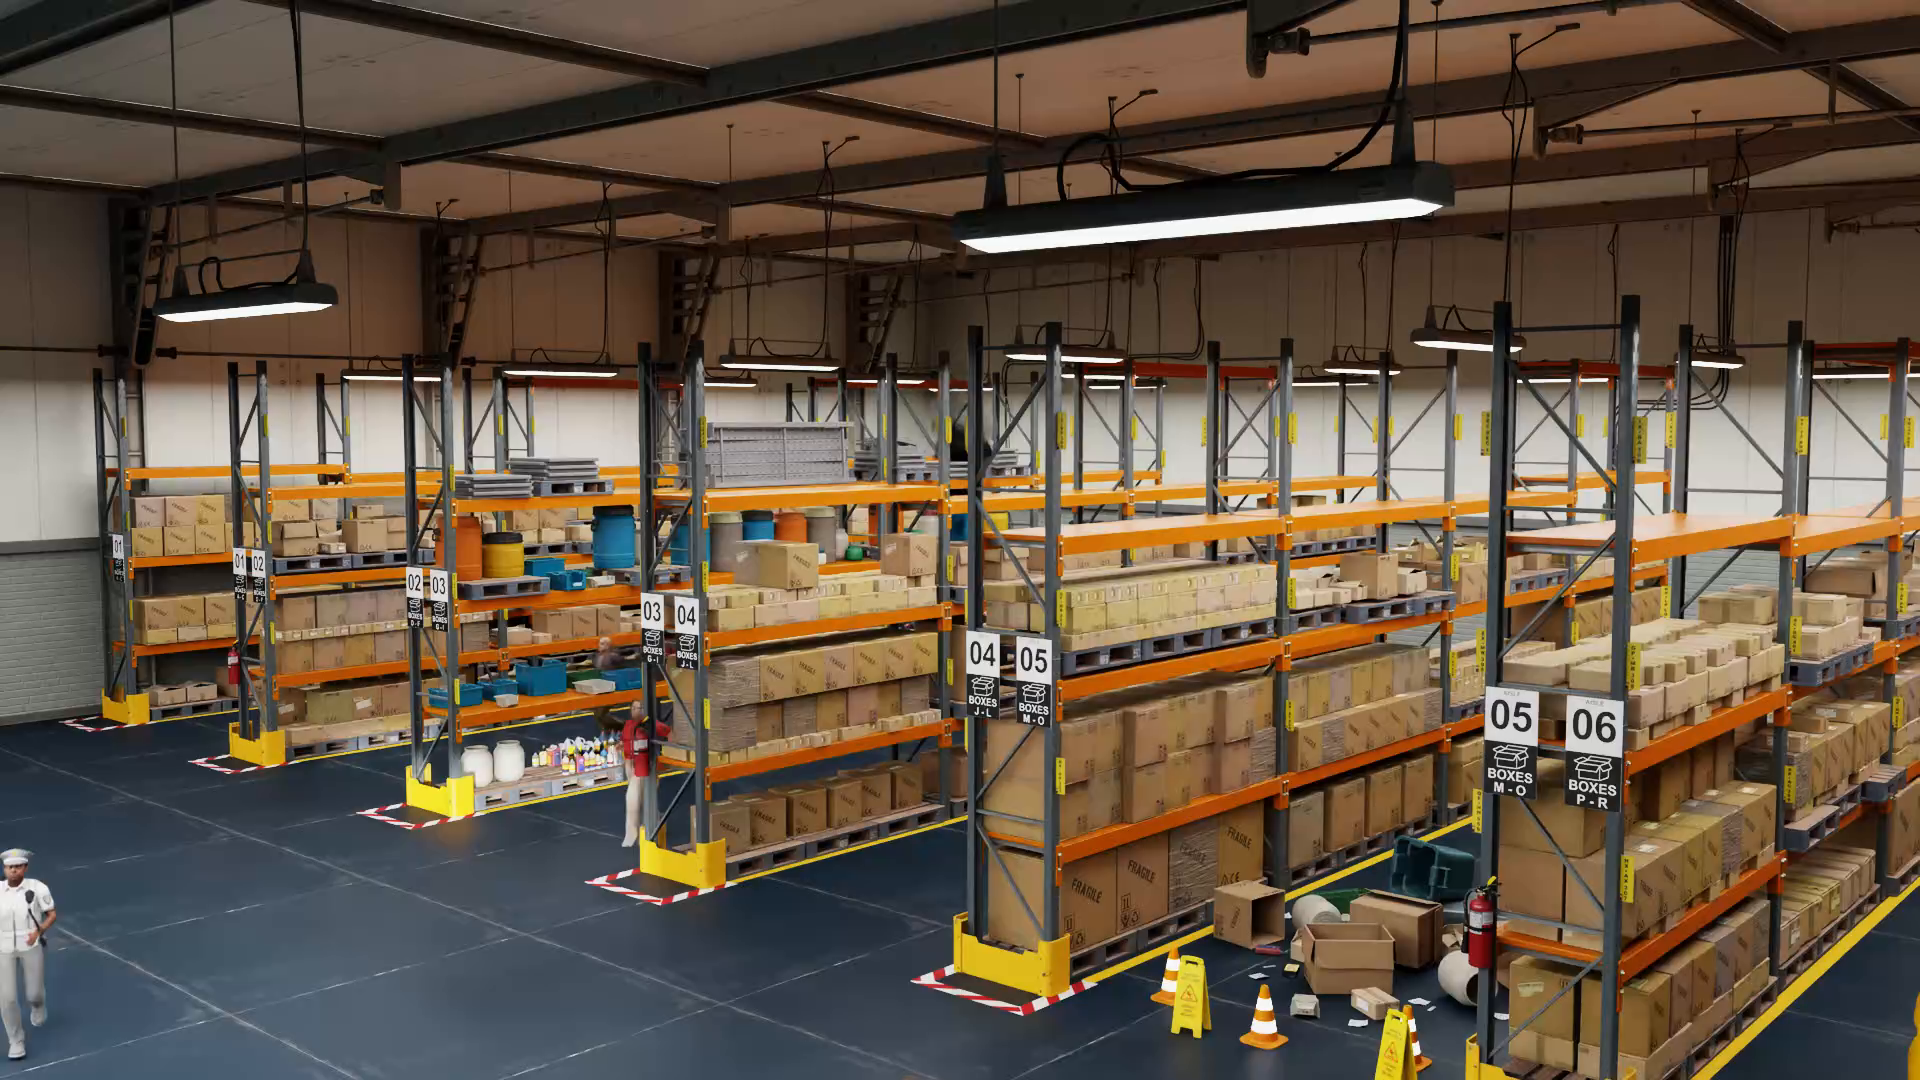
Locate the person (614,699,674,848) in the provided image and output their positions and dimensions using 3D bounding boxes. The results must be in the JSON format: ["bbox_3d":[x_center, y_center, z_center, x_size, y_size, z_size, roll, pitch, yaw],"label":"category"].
[{"bbox_3d":[-3.889,2.835,20.360,0.670,1.772,0.779,3,5,36],"label":"person"}]

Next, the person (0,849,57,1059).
[{"bbox_3d":[-7.719,3.336,13.615,0.581,1.650,0.681,-2,5,-23],"label":"person"}]

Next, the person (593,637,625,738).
[{"bbox_3d":[-5.569,2.381,26.017,0.716,1.743,0.605,4,5,40],"label":"person"}]
